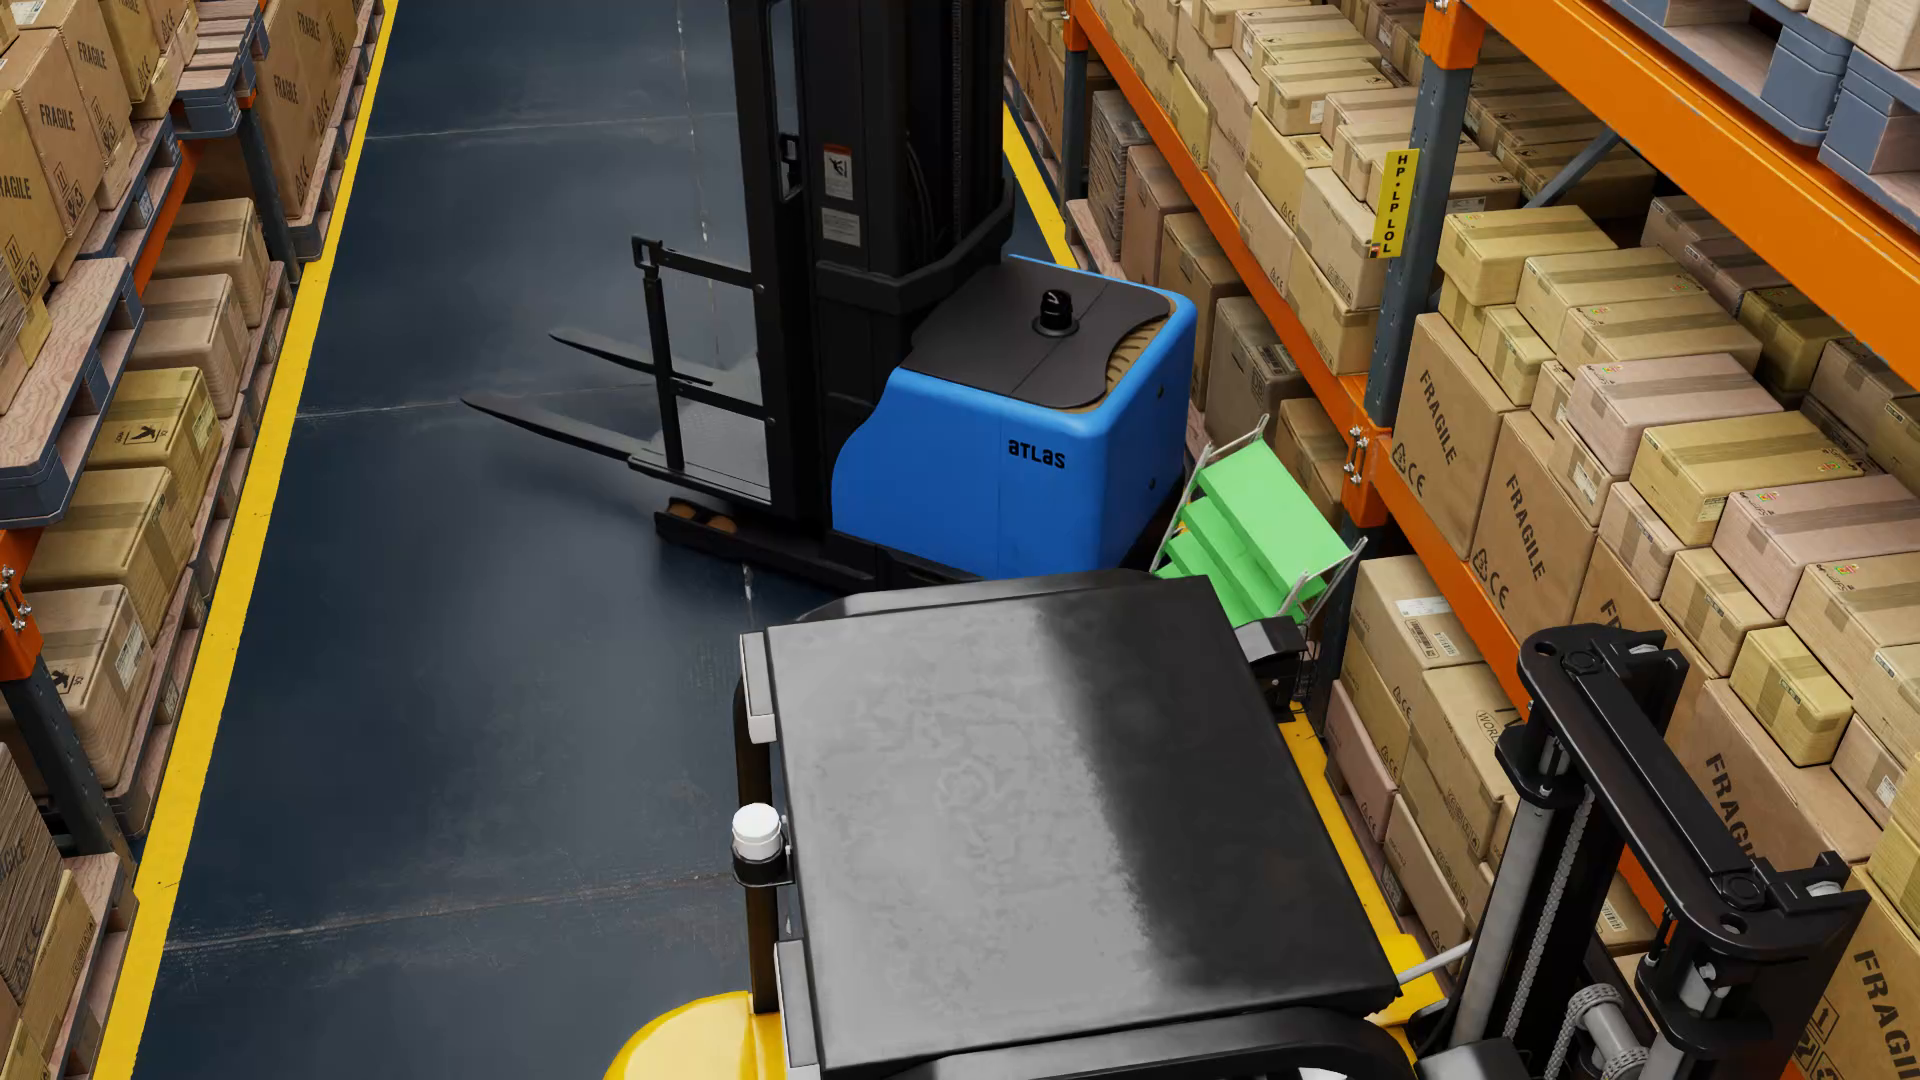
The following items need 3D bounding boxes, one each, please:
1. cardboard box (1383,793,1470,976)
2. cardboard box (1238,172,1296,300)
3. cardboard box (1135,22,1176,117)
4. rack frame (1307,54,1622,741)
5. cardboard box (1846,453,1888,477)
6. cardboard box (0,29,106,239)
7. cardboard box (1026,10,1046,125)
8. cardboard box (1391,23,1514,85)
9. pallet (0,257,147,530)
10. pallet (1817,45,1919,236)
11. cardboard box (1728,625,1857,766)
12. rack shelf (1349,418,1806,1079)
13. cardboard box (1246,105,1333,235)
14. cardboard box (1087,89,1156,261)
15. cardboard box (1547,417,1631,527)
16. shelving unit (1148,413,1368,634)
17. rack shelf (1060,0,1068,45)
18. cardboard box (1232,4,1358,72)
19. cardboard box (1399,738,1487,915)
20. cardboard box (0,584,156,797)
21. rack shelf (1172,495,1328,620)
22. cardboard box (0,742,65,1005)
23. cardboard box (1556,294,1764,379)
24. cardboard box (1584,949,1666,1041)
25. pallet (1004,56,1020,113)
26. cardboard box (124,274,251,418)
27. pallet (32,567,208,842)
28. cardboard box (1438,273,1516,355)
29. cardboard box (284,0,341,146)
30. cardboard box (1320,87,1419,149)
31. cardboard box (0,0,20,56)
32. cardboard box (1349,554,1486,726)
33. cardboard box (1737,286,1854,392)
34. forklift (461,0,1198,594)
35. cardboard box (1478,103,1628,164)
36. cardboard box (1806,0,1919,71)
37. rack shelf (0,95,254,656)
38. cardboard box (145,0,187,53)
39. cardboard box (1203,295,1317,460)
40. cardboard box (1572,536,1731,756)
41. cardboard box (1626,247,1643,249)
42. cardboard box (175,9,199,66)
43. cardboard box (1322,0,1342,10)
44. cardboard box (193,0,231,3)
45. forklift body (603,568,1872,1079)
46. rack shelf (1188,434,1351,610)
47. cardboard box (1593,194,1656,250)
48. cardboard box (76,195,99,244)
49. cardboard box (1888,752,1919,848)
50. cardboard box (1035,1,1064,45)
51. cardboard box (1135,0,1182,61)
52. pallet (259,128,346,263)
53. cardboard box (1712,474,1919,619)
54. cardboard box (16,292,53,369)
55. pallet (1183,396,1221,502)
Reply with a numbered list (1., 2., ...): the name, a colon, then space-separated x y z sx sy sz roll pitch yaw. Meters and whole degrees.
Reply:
1. cardboard box: 1.606 0.982 4.940 0.500 0.250 0.500 -7 38 -9
2. cardboard box: 1.303 -1.091 5.832 0.500 0.250 0.500 -6 38 -8
3. cardboard box: 1.059 -2.019 7.026 0.500 0.250 0.500 -7 38 -9
4. rack frame: 1.743 -0.571 5.040 1.000 3.000 0.127 -6 38 -8
5. cardboard box: 2.203 -0.079 3.797 0.380 0.149 0.250 -5 38 -6
6. cardboard box: -3.105 -1.274 5.279 0.500 0.500 0.500 -6 38 -8
7. cardboard box: 0.678 -2.702 9.478 0.500 0.500 0.500 -7 38 -9
8. cardboard box: 1.770 -1.726 5.916 0.380 0.149 0.250 -6 38 -8
9. pallet: -3.134 -0.437 5.023 1.003 0.211 1.213 -6 38 -8
10. pallet: 2.128 -0.473 2.541 1.003 0.211 1.213 -6 38 -8
11. cardboard box: 1.791 0.290 3.321 0.380 0.149 0.250 -7 38 -9
12. rack shelf: 2.093 0.921 3.706 1.077 0.370 4.000 -6 38 -8
13. cardboard box: 1.308 -1.288 5.678 0.500 0.250 0.500 -7 38 -9
14. cardboard box: 1.137 -1.837 8.263 0.875 0.625 0.625 -5 38 -7
15. cardboard box: 1.630 -0.178 3.924 0.380 0.149 0.250 -5 38 -7
16. shelving unit: 0.916 0.129 5.500 0.258 1.200 0.503 -27 69 -18
17. rack shelf: 0.691 -3.911 9.926 1.077 0.370 4.000 -6 38 -8
18. cardboard box: 1.211 -1.818 6.035 0.380 0.149 0.250 -6 38 -8
19. cardboard box: 1.614 0.781 4.791 0.500 0.250 0.500 -6 38 -8
20. cardboard box: -3.238 0.520 5.435 0.950 0.372 0.625 -6 38 -7
21. rack shelf: 0.933 0.049 5.344 0.258 0.148 0.480 -27 69 -18
22. cardboard box: -2.775 0.917 4.412 0.500 0.500 0.500 -7 38 -9
23. cardboard box: 1.695 -0.459 4.043 0.380 0.149 0.250 -7 38 -9
24. cardboard box: 1.781 1.207 3.835 0.500 0.250 0.500 -7 38 -9
25. pallet: 0.737 -3.076 10.538 1.003 0.211 1.213 -6 38 -8
26. cardboard box: -3.618 -0.792 7.124 0.950 0.372 0.625 -7 38 -9
27. pallet: -3.281 0.596 5.811 1.003 0.211 1.213 -6 38 -8
28. cardboard box: 1.540 -0.646 4.526 0.380 0.149 0.250 -7 38 -9
29. cardboard box: -4.036 -2.743 9.225 0.875 0.875 0.875 -6 38 -7
30. cardboard box: 1.410 -1.357 5.441 0.380 0.149 0.250 -6 38 -8
31. cardboard box: -3.170 -1.581 5.145 0.380 0.149 0.250 -4 38 -5
32. cardboard box: 1.519 0.280 5.029 0.500 0.250 0.500 -7 38 -9
33. cardboard box: 2.159 -0.509 4.108 0.380 0.149 0.250 -7 38 -8
34. forklift: -0.656 -1.357 6.107 3.031 2.935 1.130 17 41 21
35. cardboard box: 1.897 -1.270 5.329 0.380 0.149 0.250 -7 38 -9
36. cardboard box: 1.704 -0.979 2.806 0.396 0.266 0.258 -7 38 -9
37. rack shelf: -3.494 -0.959 6.126 1.077 0.370 4.000 -6 38 -8
38. cardboard box: -3.390 -2.218 6.494 0.500 0.500 0.500 -7 38 -9
39. cardboard box: 1.512 -0.583 6.648 0.875 0.625 0.625 -7 38 -8
40. cardboard box: 1.761 0.304 3.832 0.500 0.500 0.500 -7 38 -8
41. cardboard box: 2.052 -0.700 4.596 0.380 0.149 0.250 -6 38 -8
42. cardboard box: -3.349 -2.043 6.798 0.380 0.149 0.250 -7 38 -8
43. cardboard box: 1.586 -2.183 6.505 0.380 0.149 0.250 -5 38 -7
44. cardboard box: -3.683 -2.714 7.921 0.500 0.250 0.500 -7 38 -9
45. forklift body: 0.315 1.231 3.412 2.313 2.155 1.214 -6 38 -8
46. rack shelf: 0.956 -0.059 5.131 0.258 0.148 0.480 -27 69 -18
47. cardboard box: 1.906 -1.043 5.363 0.500 0.250 0.500 -7 38 -9
48. cardboard box: -3.135 -1.094 5.575 0.380 0.149 0.250 -6 38 -8
49. cardboard box: 1.851 0.478 2.837 0.380 0.149 0.250 -6 38 -7
50. cardboard box: 0.627 -2.855 9.146 0.380 0.149 0.250 -8 39 -10
51. cardboard box: 1.039 -2.210 6.865 0.500 0.250 0.500 -7 38 -9
52. pallet: -3.909 -1.834 8.939 1.003 0.211 1.213 -6 38 -8
53. cardboard box: 1.810 0.010 3.440 0.380 0.149 0.250 -6 38 -8
54. cardboard box: -2.964 -0.621 4.967 0.380 0.149 0.250 -5 38 -7
55. pallet: 1.358 -0.649 7.414 1.003 0.211 1.213 -6 38 -8
